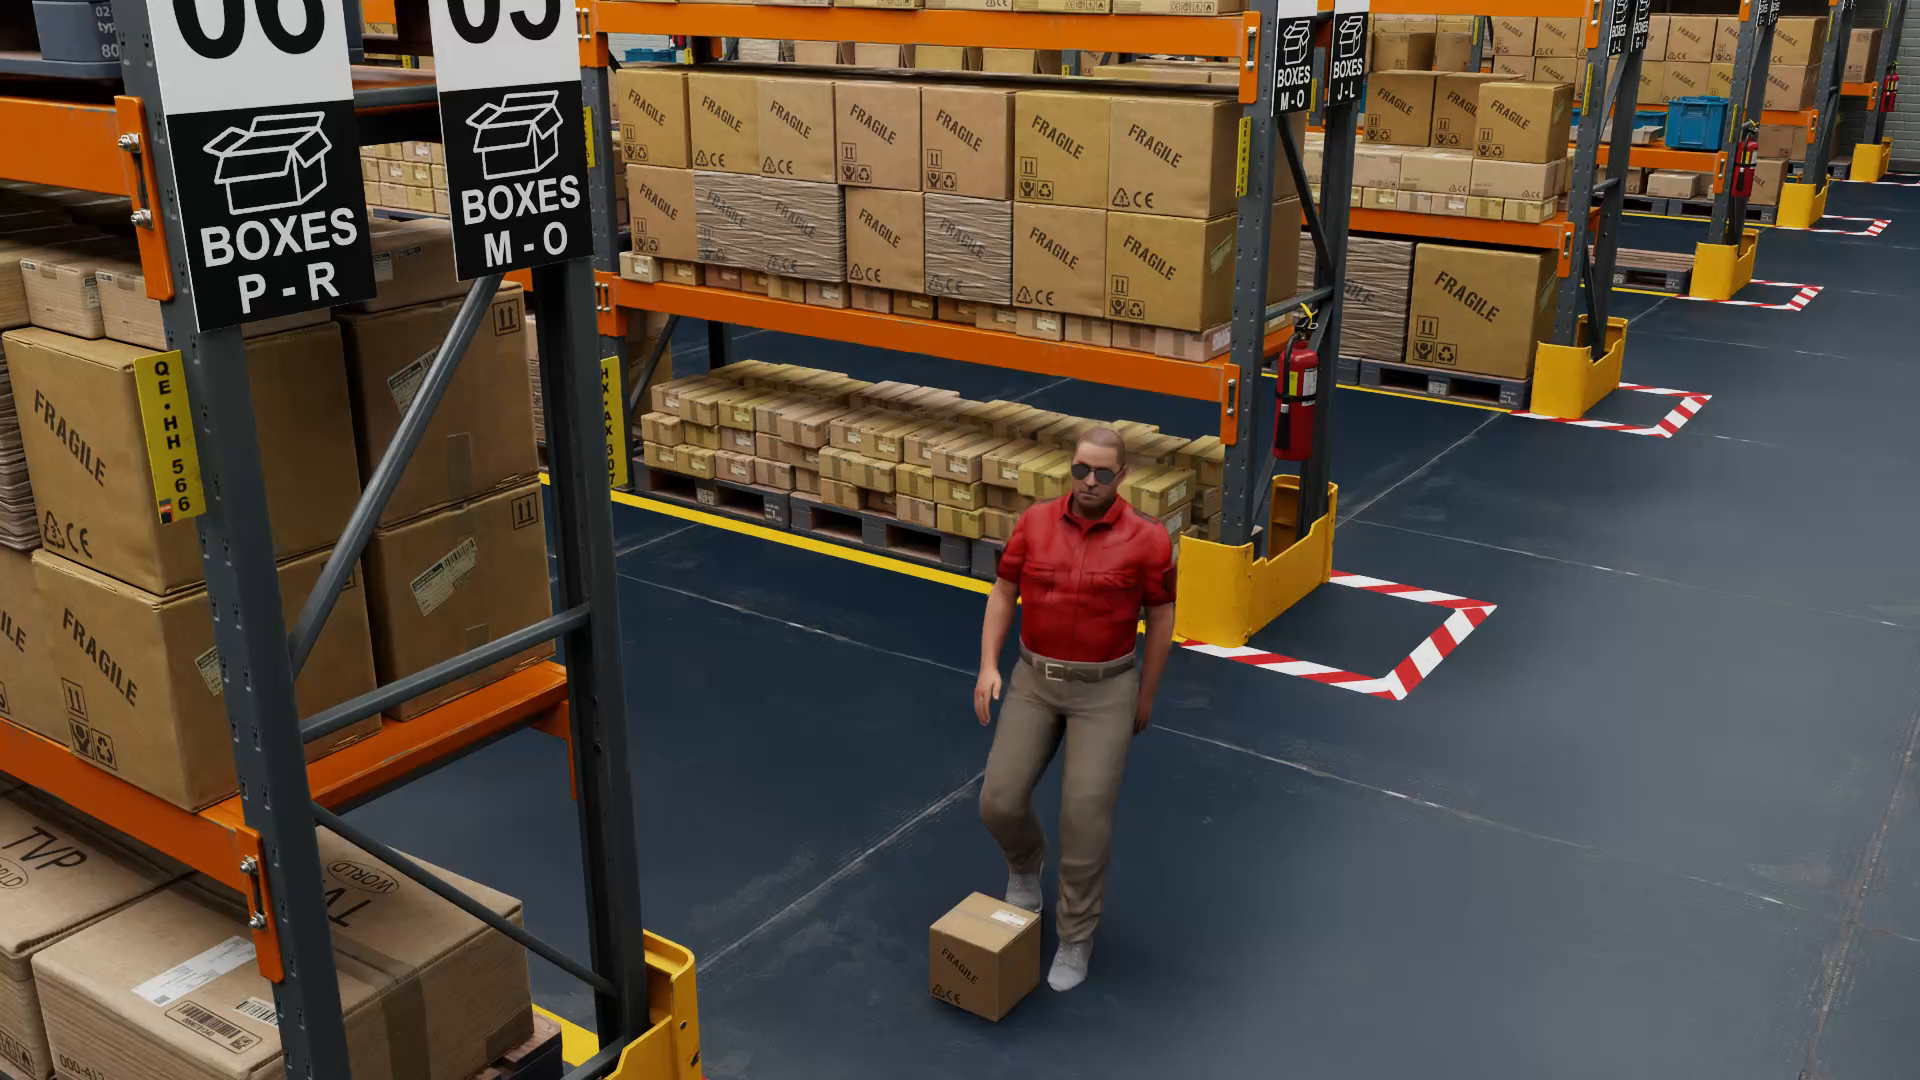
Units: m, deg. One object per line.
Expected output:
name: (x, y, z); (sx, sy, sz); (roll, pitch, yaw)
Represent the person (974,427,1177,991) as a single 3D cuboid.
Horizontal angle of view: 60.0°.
person: (0.321, 0.536, 5.234); (0.590, 1.739, 0.635); (7, 21, 20)
